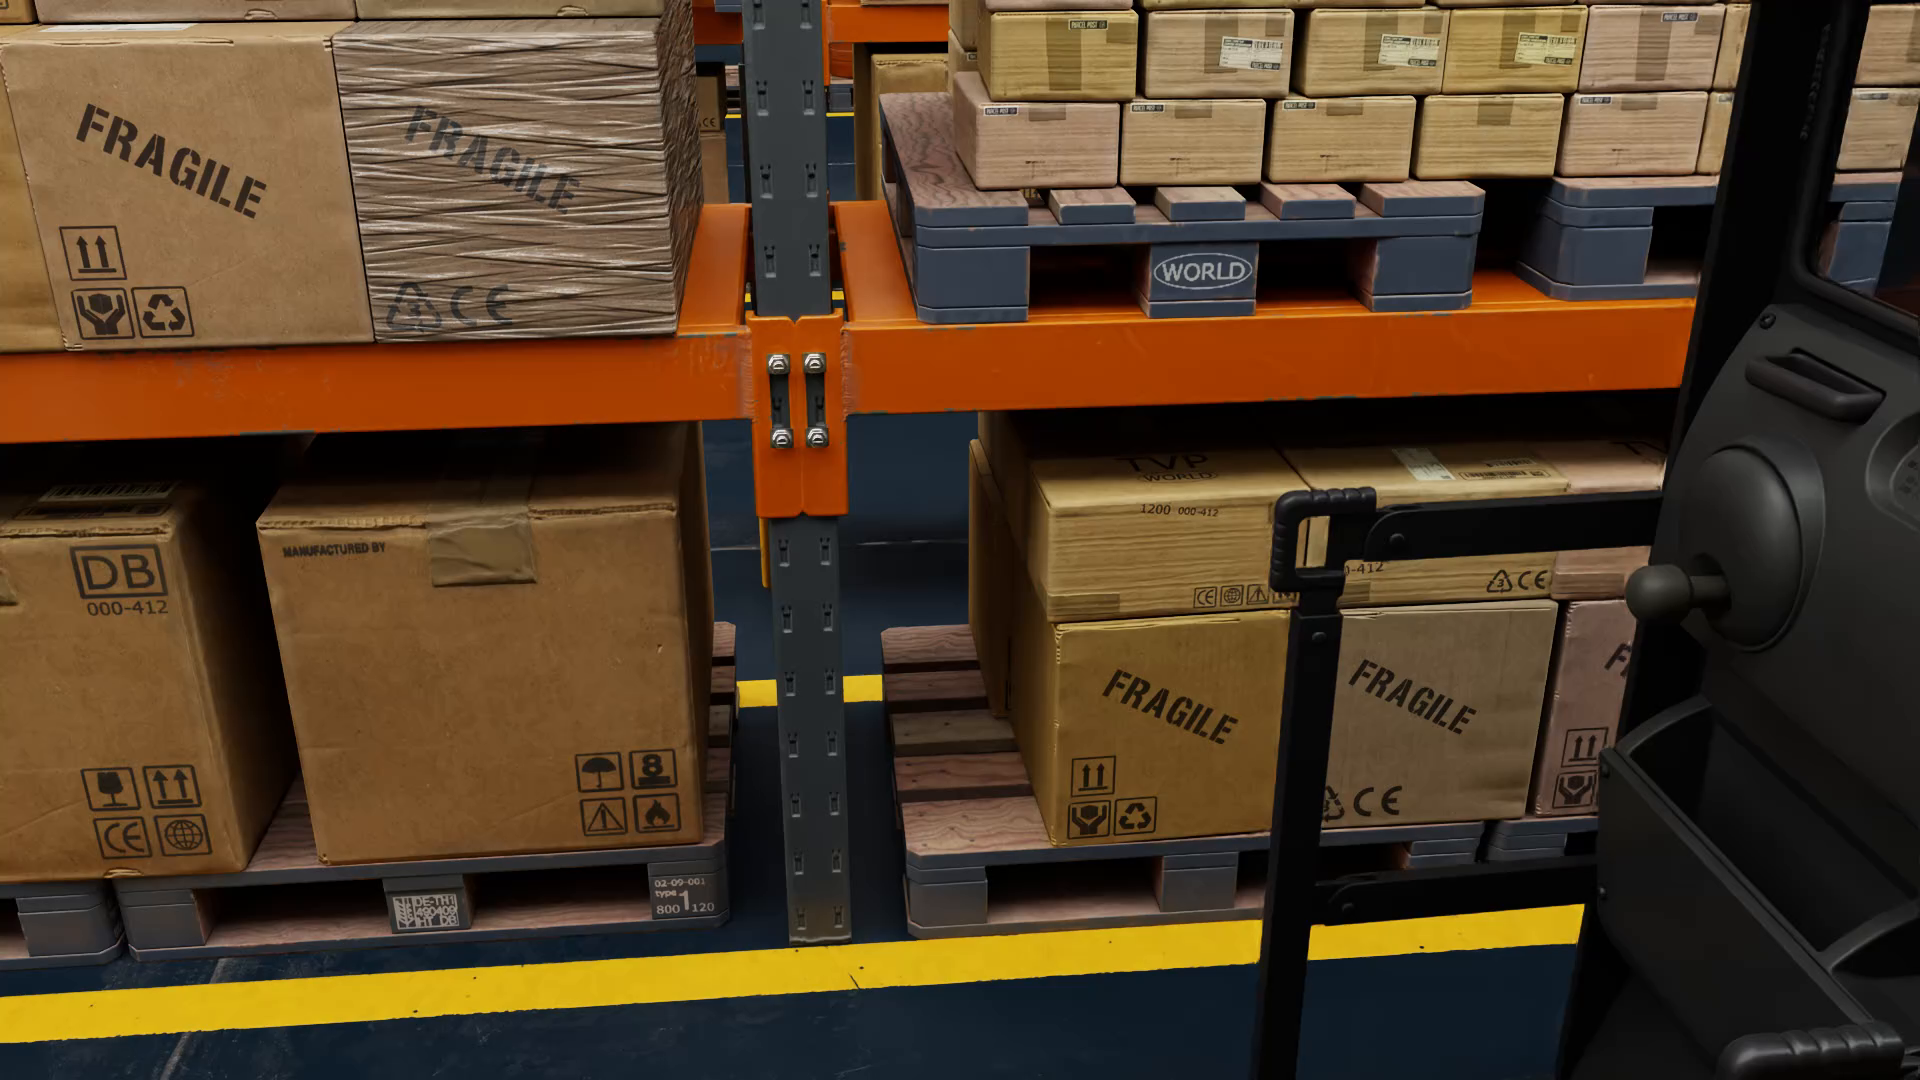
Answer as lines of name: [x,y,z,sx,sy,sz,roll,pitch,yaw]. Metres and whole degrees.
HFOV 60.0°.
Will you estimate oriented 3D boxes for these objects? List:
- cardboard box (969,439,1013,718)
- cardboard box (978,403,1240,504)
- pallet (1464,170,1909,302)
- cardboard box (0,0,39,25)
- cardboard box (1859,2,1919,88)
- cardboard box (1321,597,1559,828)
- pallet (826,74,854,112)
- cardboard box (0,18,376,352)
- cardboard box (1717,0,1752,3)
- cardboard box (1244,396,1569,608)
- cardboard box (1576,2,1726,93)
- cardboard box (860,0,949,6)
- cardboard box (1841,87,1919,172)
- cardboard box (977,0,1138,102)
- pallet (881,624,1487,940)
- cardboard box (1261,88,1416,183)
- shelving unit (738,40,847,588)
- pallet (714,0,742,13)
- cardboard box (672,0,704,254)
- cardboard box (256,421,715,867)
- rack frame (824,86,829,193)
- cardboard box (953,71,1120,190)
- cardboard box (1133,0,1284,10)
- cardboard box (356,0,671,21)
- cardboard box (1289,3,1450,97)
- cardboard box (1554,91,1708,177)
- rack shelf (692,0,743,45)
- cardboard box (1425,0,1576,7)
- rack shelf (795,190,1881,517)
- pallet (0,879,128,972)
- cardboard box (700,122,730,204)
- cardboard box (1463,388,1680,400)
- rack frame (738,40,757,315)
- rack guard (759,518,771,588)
cardboard box: [0.296,0.072,3.955,0.500,0.500,0.500,-2,24,-5]
cardboard box: [0.322,-0.272,3.806,0.500,0.250,0.500,-3,24,-6]
pallet: [1.633,-0.754,3.490,1.213,0.211,1.003,-2,24,-5]
cardboard box: [-1.794,-1.193,2.887,0.500,0.500,0.700,-3,24,-6]
cardboard box: [1.717,-0.962,3.147,0.250,0.149,0.380,-1,24,-3]
cardboard box: [0.896,0.257,3.538,0.500,0.500,0.500,-2,24,-5]
pallet: [-0.426,-3.531,12.935,1.213,0.211,1.003,-2,24,-5]
cardboard box: [-1.251,-0.646,2.888,0.500,0.500,0.500,-2,24,-5]
cardboard box: [1.454,-1.089,3.066,0.250,0.149,0.380,-2,24,-4]
cardboard box: [0.882,-0.089,3.393,0.500,0.250,0.500,-3,24,-6]
cardboard box: [1.202,-0.941,3.100,0.250,0.149,0.380,-2,24,-5]
cardboard box: [-0.210,-2.710,7.531,0.500,0.500,0.500,-2,24,-4]
cardboard box: [1.710,-0.823,3.201,0.250,0.149,0.380,-3,24,-7]
cardboard box: [0.168,-0.897,3.002,0.250,0.149,0.380,-1,24,-3]
pallet: [0.445,0.497,3.871,1.213,0.211,1.003,-2,24,-5]
cardboard box: [0.668,-0.781,3.107,0.250,0.149,0.380,-1,24,-2]
shelving unit: [-0.076,-0.682,4.939,1.083,1.500,0.587,-2,24,-5]
pallet: [-1.419,-2.596,7.634,1.003,0.211,1.213,-2,24,-5]
cardboard box: [-0.806,-0.883,3.421,0.500,0.500,0.500,-2,24,-5]
cardboard box: [-0.948,0.078,3.635,0.750,0.750,1.050,-3,24,-6]
rack frame: [-0.720,-2.755,7.756,0.127,3.000,1.000,-2,24,-5]
cardboard box: [0.132,-0.760,3.058,0.250,0.149,0.380,-3,24,-6]
cardboard box: [0.413,-1.047,2.973,0.250,0.149,0.380,-3,24,-7]
cardboard box: [-0.781,-1.235,2.981,0.500,0.500,0.700,-2,24,-5]
cardboard box: [0.703,-0.921,3.055,0.250,0.149,0.380,-3,24,-7]
cardboard box: [1.201,-0.804,3.159,0.250,0.149,0.380,-2,24,-3]
rack shelf: [-2.710,-2.347,7.722,4.000,0.370,1.077,-2,24,-5]
cardboard box: [0.921,-1.066,3.014,0.250,0.149,0.380,-3,24,-7]
rack shelf: [1.657,-0.497,3.562,4.000,0.370,1.077,-2,24,-5]
pallet: [-2.336,0.576,3.693,1.213,0.211,1.003,-2,24,-5]
cardboard box: [-1.385,-1.779,8.096,0.500,0.500,0.700,-4,24,-8]
cardboard box: [1.331,-0.310,3.893,0.500,0.250,0.500,-2,24,-4]
rack frame: [-0.591,-0.662,4.892,0.032,1.500,0.500,-2,24,-5]
rack guard: [-0.571,-0.091,5.148,0.087,0.250,0.587,-2,24,-5]
